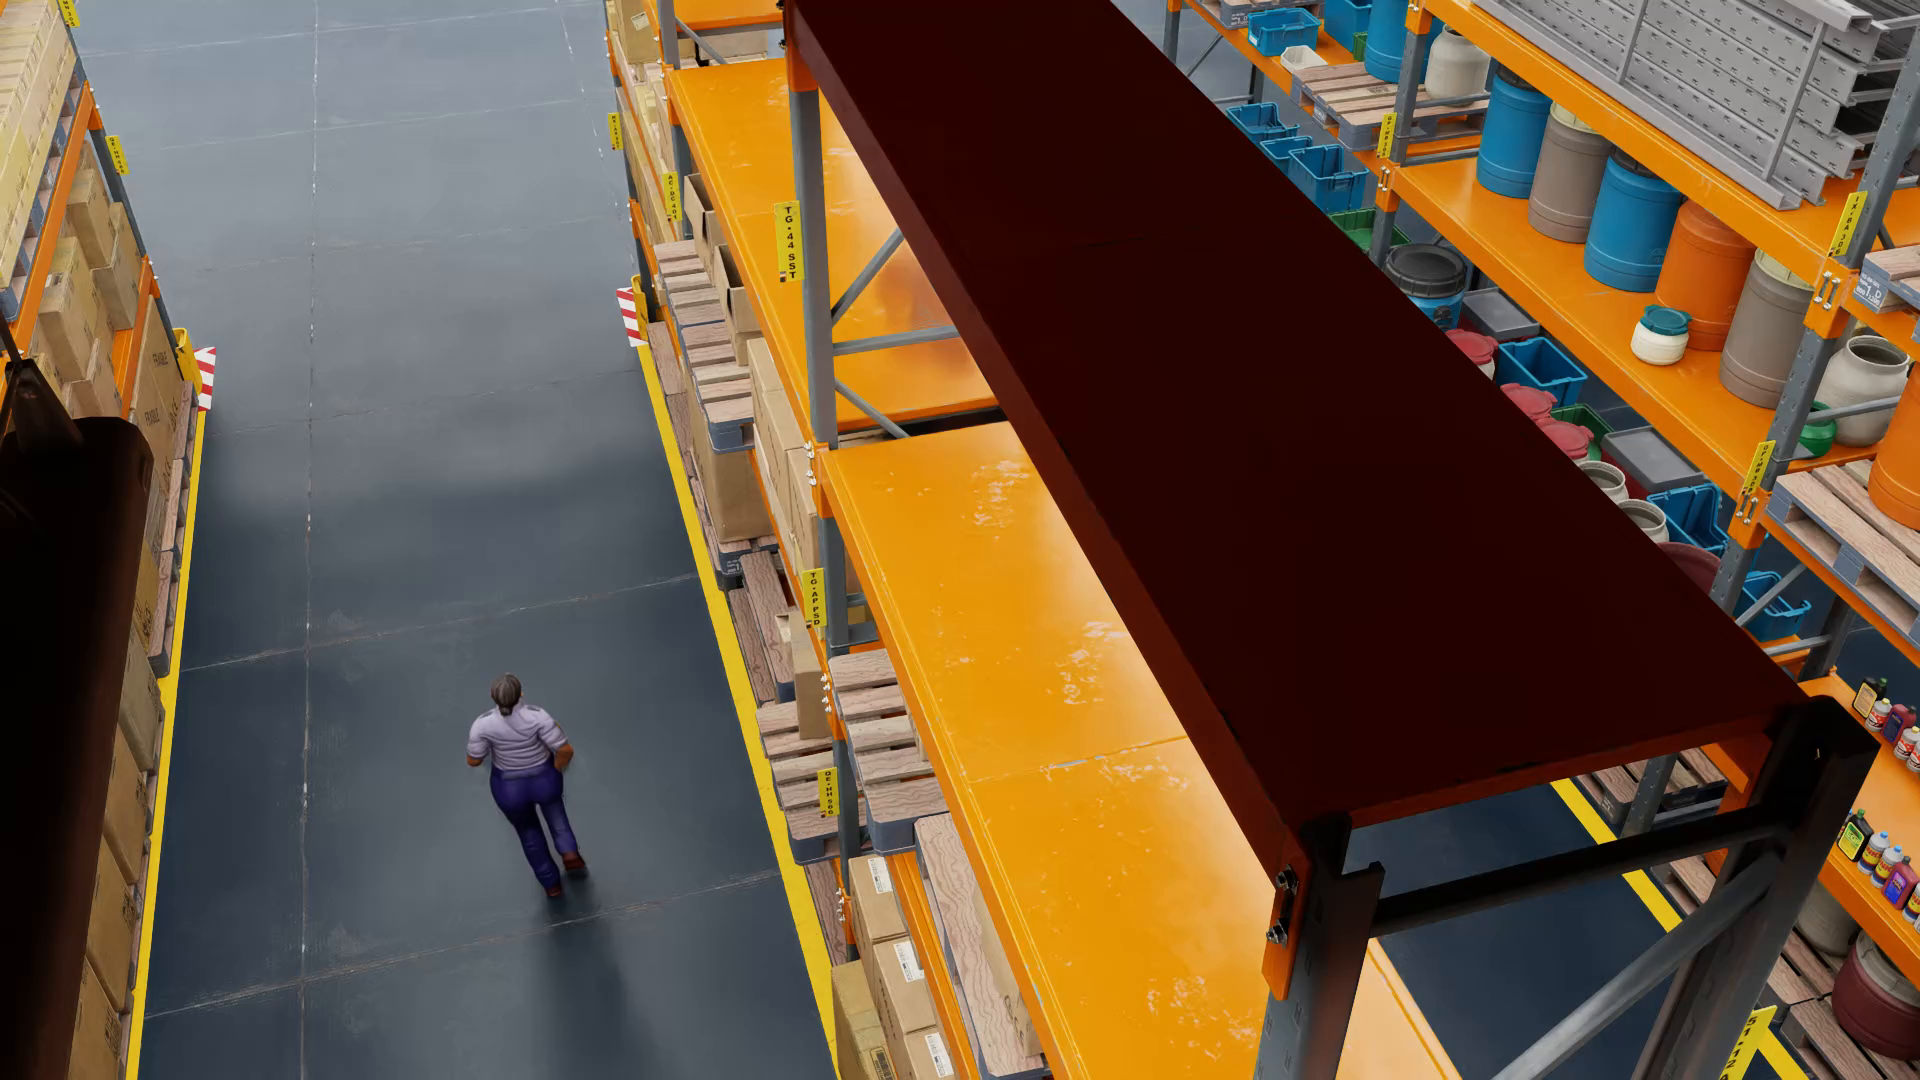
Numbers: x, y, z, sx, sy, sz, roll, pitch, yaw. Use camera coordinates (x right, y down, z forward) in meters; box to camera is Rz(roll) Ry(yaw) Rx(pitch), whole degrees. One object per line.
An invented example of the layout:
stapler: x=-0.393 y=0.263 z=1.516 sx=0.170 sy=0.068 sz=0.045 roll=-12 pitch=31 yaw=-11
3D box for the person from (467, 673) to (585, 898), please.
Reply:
person: x=-2.556 y=1.382 z=9.779 sx=0.586 sy=1.613 sz=0.583 roll=-13 pitch=40 yaw=-15

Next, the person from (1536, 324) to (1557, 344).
person: x=4.744 y=-1.790 z=13.725 sx=0.643 sy=1.670 sz=0.666 roll=-11 pitch=40 yaw=-13

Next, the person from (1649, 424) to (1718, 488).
person: x=5.604 y=-0.990 z=12.798 sx=0.564 sy=1.592 sz=0.921 roll=-19 pitch=42 yaw=-22
